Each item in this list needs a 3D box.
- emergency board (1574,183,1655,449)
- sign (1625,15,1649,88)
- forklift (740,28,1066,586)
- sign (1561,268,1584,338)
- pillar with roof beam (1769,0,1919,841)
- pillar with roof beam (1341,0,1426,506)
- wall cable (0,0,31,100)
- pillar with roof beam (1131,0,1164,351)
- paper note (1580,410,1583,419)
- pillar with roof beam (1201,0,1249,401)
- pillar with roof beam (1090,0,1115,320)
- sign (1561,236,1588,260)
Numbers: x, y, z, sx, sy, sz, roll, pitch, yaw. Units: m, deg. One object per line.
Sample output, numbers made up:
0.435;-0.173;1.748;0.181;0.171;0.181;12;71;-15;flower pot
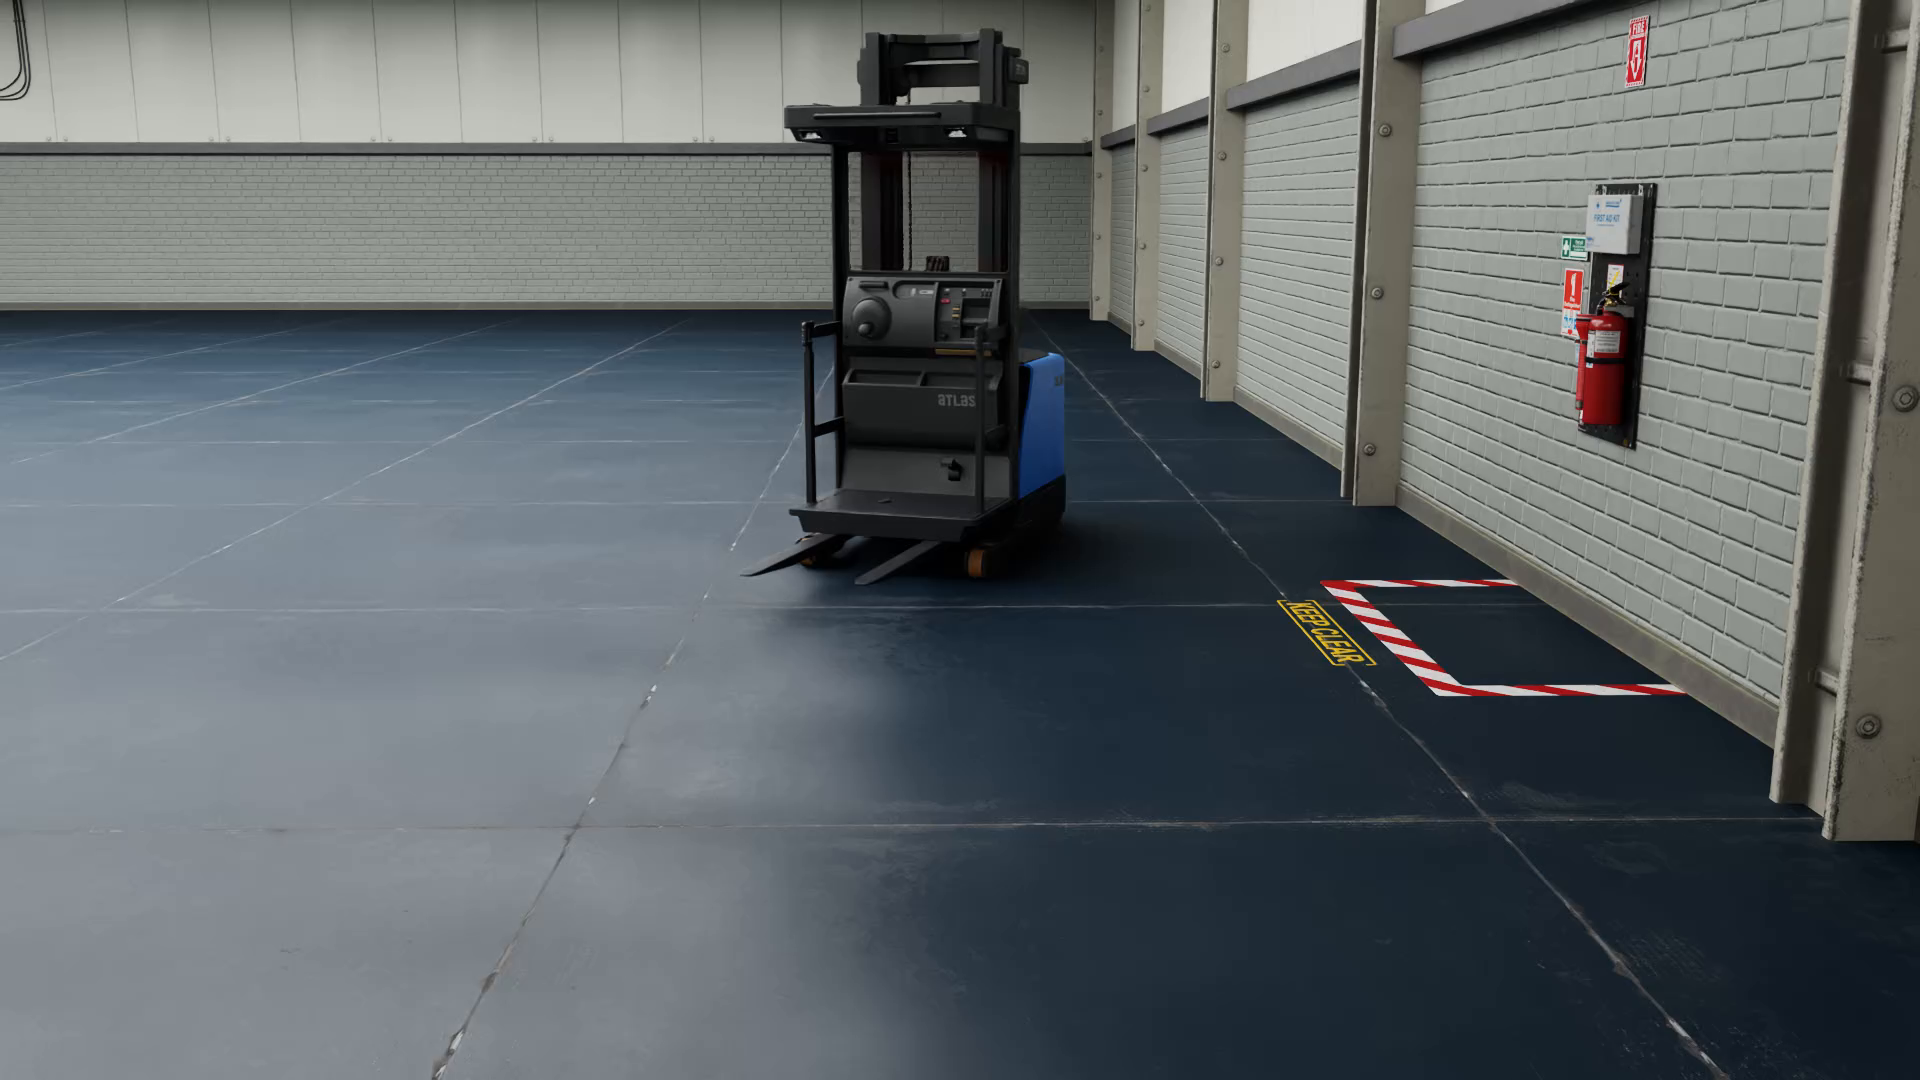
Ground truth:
2.919;-1.040;7.639;0.194;1.169;0.643;0;11;-1;emergency board
3.019;-2.178;7.418;0.001;0.298;0.199;0;11;-1;sign
-0.278;-1.314;9.163;1.130;2.935;3.031;4;12;18;forklift
3.011;-1.167;8.179;0.001;0.329;0.234;0;11;-1;sign
-1.372;-3.471;4.533;9.100;9.000;0.400;0;11;-1;pillar with roof beam
-1.496;-4.663;10.412;9.100;9.000;0.400;0;11;-1;pillar with roof beam
-18.304;-10.423;30.250;2.305;6.003;0.169;0;11;-1;wall cable
-1.744;-7.049;22.170;9.100;9.000;0.400;0;11;-1;pillar with roof beam
2.985;-0.643;7.901;0.016;0.148;0.142;0;11;-1;paper note
-1.620;-5.856;16.291;9.100;9.000;0.400;0;11;-1;pillar with roof beam
-1.868;-8.241;28.049;9.100;9.000;0.400;0;11;-1;pillar with roof beam
3.002;-1.426;8.122;0.001;0.109;0.331;0;11;-1;sign
